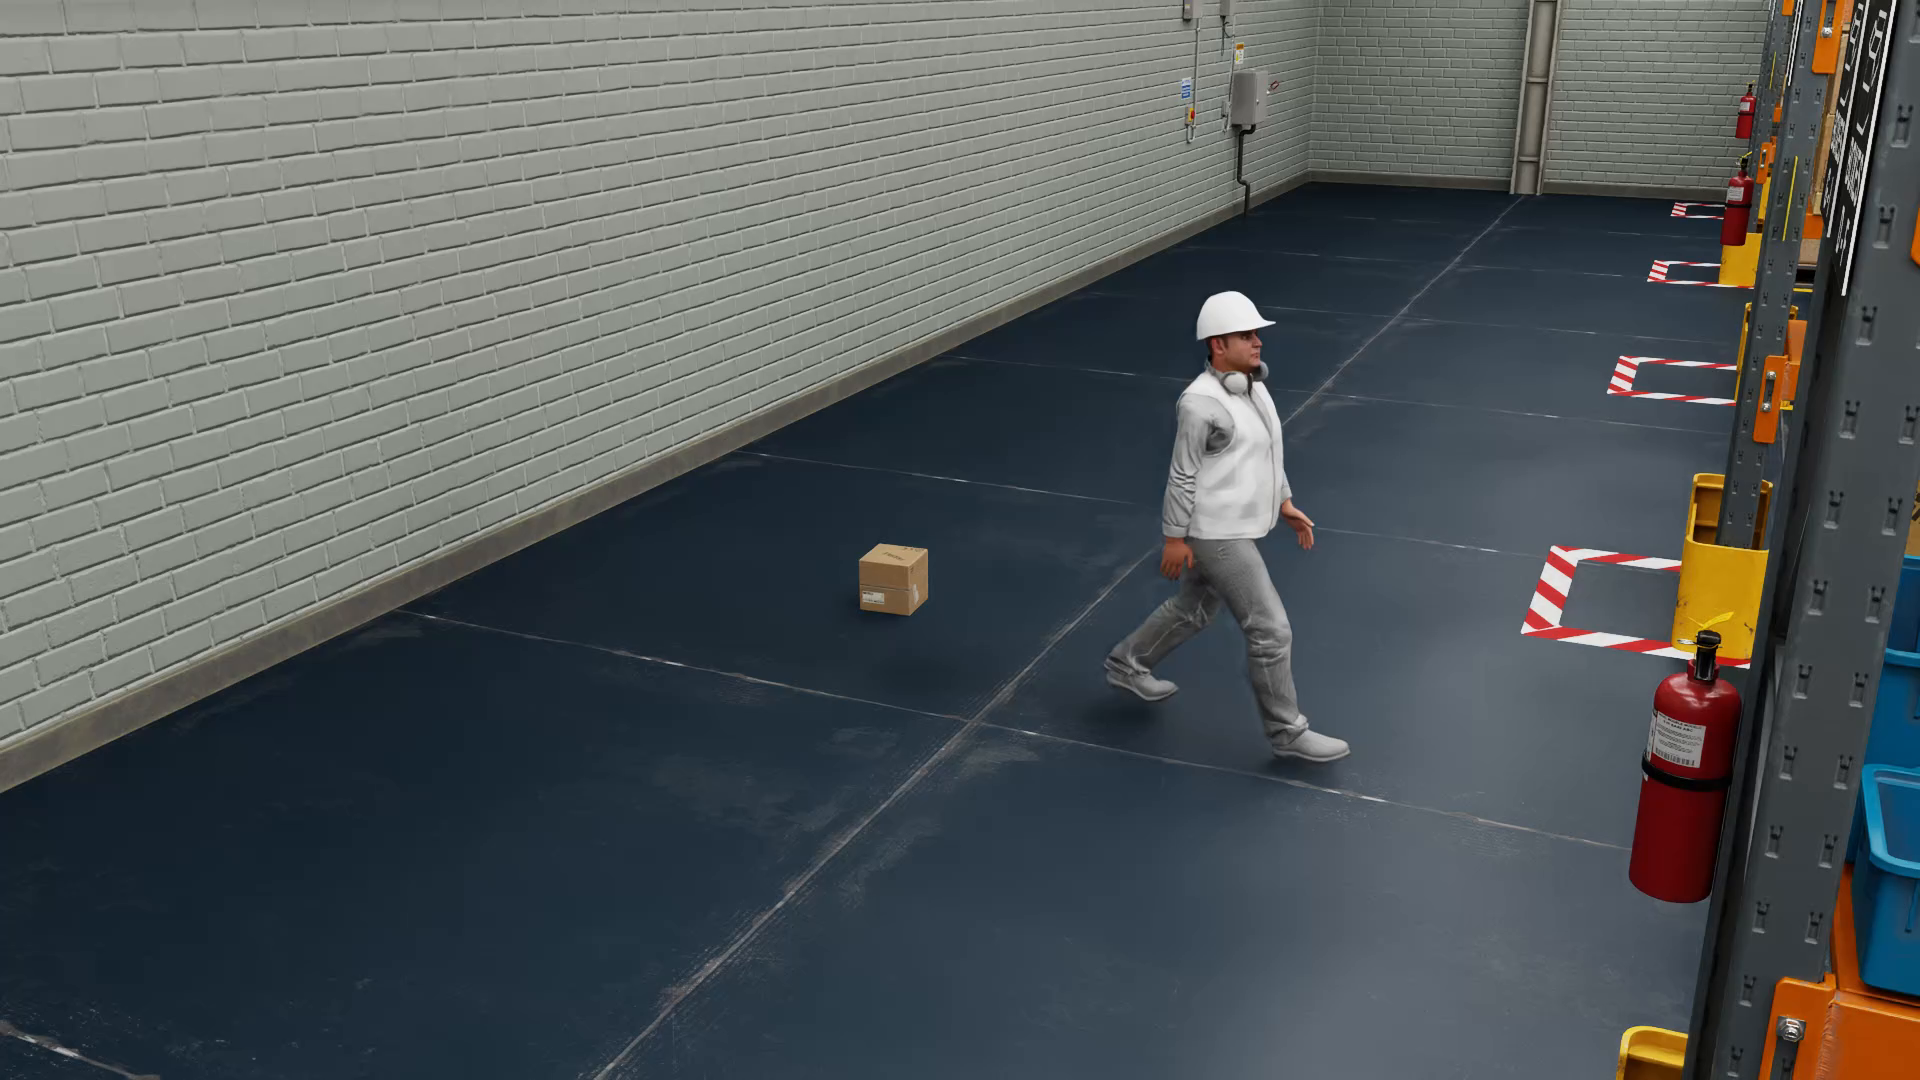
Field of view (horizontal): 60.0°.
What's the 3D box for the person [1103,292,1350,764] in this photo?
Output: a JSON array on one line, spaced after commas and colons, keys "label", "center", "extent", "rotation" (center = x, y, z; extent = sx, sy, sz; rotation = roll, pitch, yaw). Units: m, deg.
[{"label": "person", "center": [1.026, -0.067, 6.227], "extent": [1.054, 1.724, 0.546], "rotation": [10, 21, 26]}]
